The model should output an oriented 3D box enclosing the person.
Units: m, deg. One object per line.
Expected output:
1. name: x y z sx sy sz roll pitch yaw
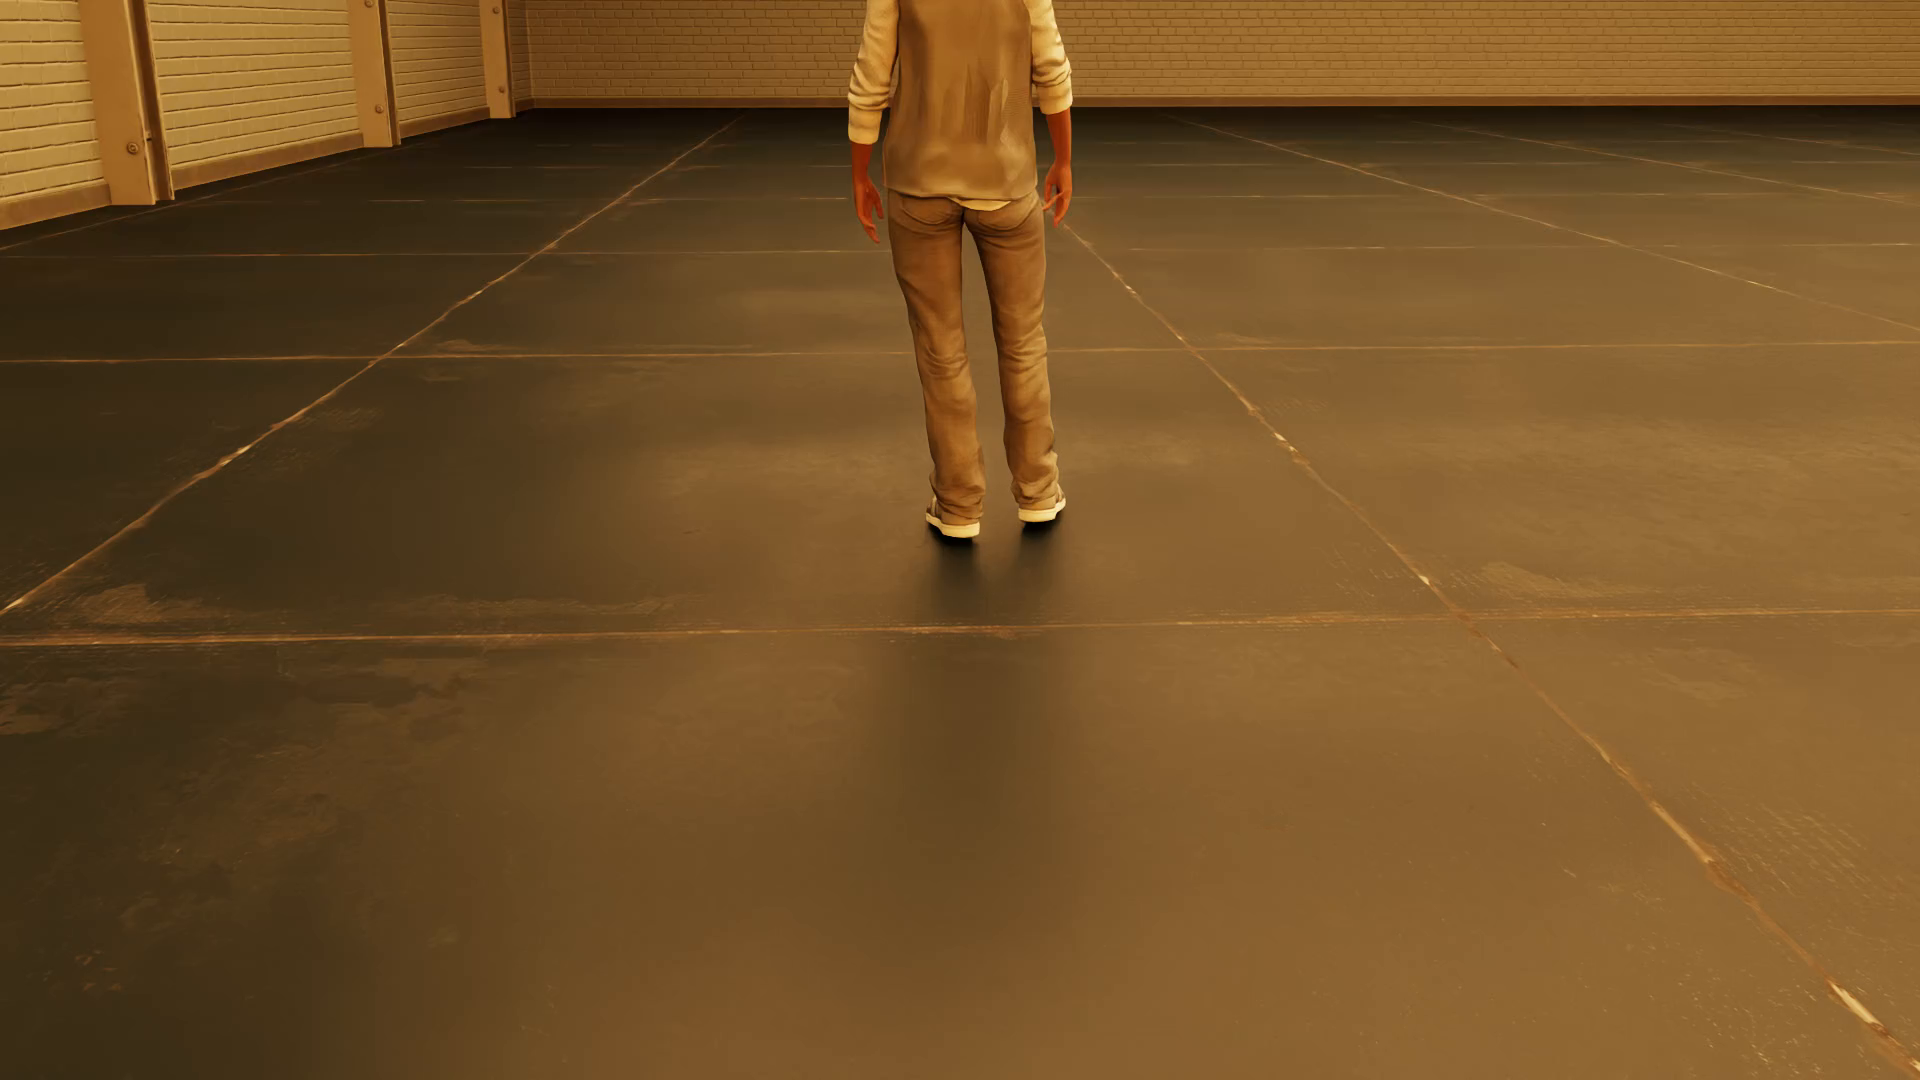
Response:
1. person: 0.010 -0.793 3.754 0.520 1.599 0.473 -1 17 -3
